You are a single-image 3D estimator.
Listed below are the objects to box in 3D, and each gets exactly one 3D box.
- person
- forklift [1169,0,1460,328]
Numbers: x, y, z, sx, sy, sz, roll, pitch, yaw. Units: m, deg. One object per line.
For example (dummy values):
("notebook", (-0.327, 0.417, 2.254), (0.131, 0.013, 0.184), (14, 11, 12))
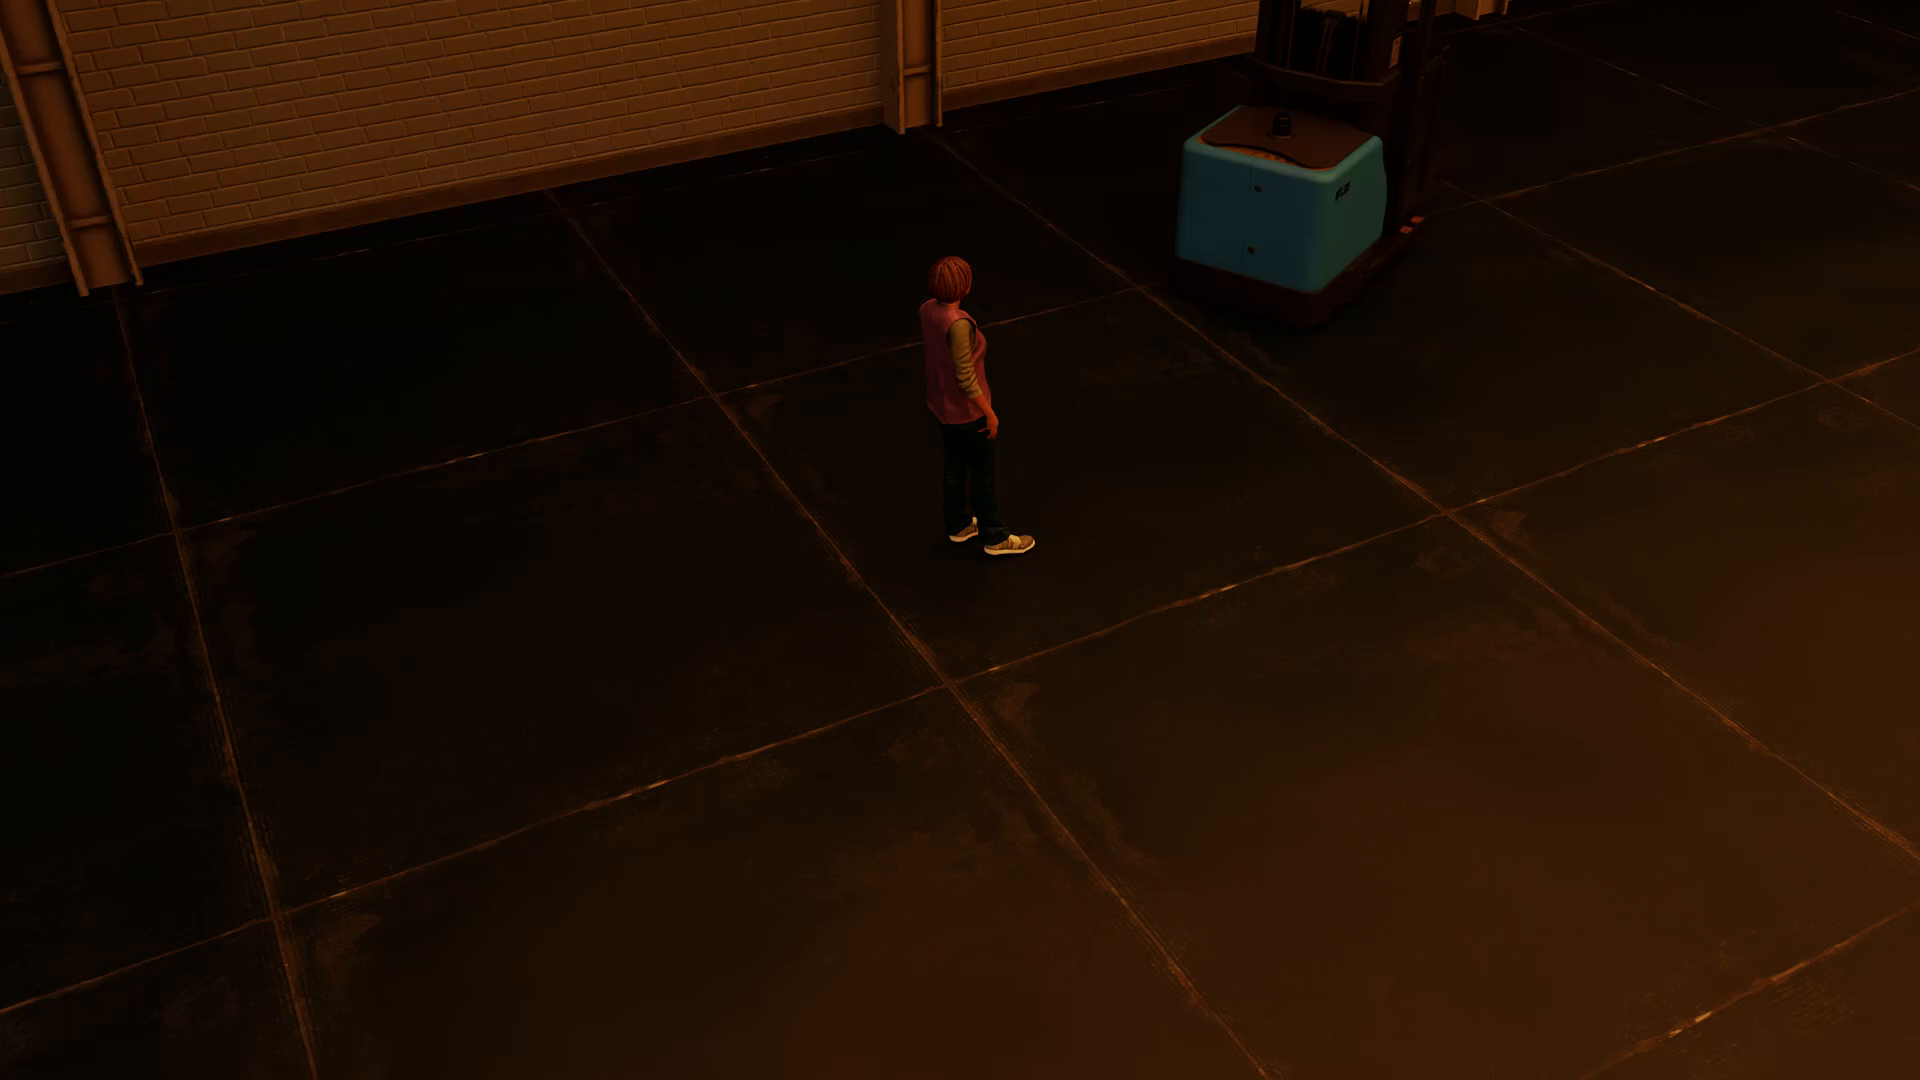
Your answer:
("person", (0.072, -0.671, 8.215), (0.476, 1.597, 0.520), (-17, 39, -23))
("forklift", (2.613, -3.336, 10.842), (1.130, 2.935, 3.031), (21, 41, 27))
